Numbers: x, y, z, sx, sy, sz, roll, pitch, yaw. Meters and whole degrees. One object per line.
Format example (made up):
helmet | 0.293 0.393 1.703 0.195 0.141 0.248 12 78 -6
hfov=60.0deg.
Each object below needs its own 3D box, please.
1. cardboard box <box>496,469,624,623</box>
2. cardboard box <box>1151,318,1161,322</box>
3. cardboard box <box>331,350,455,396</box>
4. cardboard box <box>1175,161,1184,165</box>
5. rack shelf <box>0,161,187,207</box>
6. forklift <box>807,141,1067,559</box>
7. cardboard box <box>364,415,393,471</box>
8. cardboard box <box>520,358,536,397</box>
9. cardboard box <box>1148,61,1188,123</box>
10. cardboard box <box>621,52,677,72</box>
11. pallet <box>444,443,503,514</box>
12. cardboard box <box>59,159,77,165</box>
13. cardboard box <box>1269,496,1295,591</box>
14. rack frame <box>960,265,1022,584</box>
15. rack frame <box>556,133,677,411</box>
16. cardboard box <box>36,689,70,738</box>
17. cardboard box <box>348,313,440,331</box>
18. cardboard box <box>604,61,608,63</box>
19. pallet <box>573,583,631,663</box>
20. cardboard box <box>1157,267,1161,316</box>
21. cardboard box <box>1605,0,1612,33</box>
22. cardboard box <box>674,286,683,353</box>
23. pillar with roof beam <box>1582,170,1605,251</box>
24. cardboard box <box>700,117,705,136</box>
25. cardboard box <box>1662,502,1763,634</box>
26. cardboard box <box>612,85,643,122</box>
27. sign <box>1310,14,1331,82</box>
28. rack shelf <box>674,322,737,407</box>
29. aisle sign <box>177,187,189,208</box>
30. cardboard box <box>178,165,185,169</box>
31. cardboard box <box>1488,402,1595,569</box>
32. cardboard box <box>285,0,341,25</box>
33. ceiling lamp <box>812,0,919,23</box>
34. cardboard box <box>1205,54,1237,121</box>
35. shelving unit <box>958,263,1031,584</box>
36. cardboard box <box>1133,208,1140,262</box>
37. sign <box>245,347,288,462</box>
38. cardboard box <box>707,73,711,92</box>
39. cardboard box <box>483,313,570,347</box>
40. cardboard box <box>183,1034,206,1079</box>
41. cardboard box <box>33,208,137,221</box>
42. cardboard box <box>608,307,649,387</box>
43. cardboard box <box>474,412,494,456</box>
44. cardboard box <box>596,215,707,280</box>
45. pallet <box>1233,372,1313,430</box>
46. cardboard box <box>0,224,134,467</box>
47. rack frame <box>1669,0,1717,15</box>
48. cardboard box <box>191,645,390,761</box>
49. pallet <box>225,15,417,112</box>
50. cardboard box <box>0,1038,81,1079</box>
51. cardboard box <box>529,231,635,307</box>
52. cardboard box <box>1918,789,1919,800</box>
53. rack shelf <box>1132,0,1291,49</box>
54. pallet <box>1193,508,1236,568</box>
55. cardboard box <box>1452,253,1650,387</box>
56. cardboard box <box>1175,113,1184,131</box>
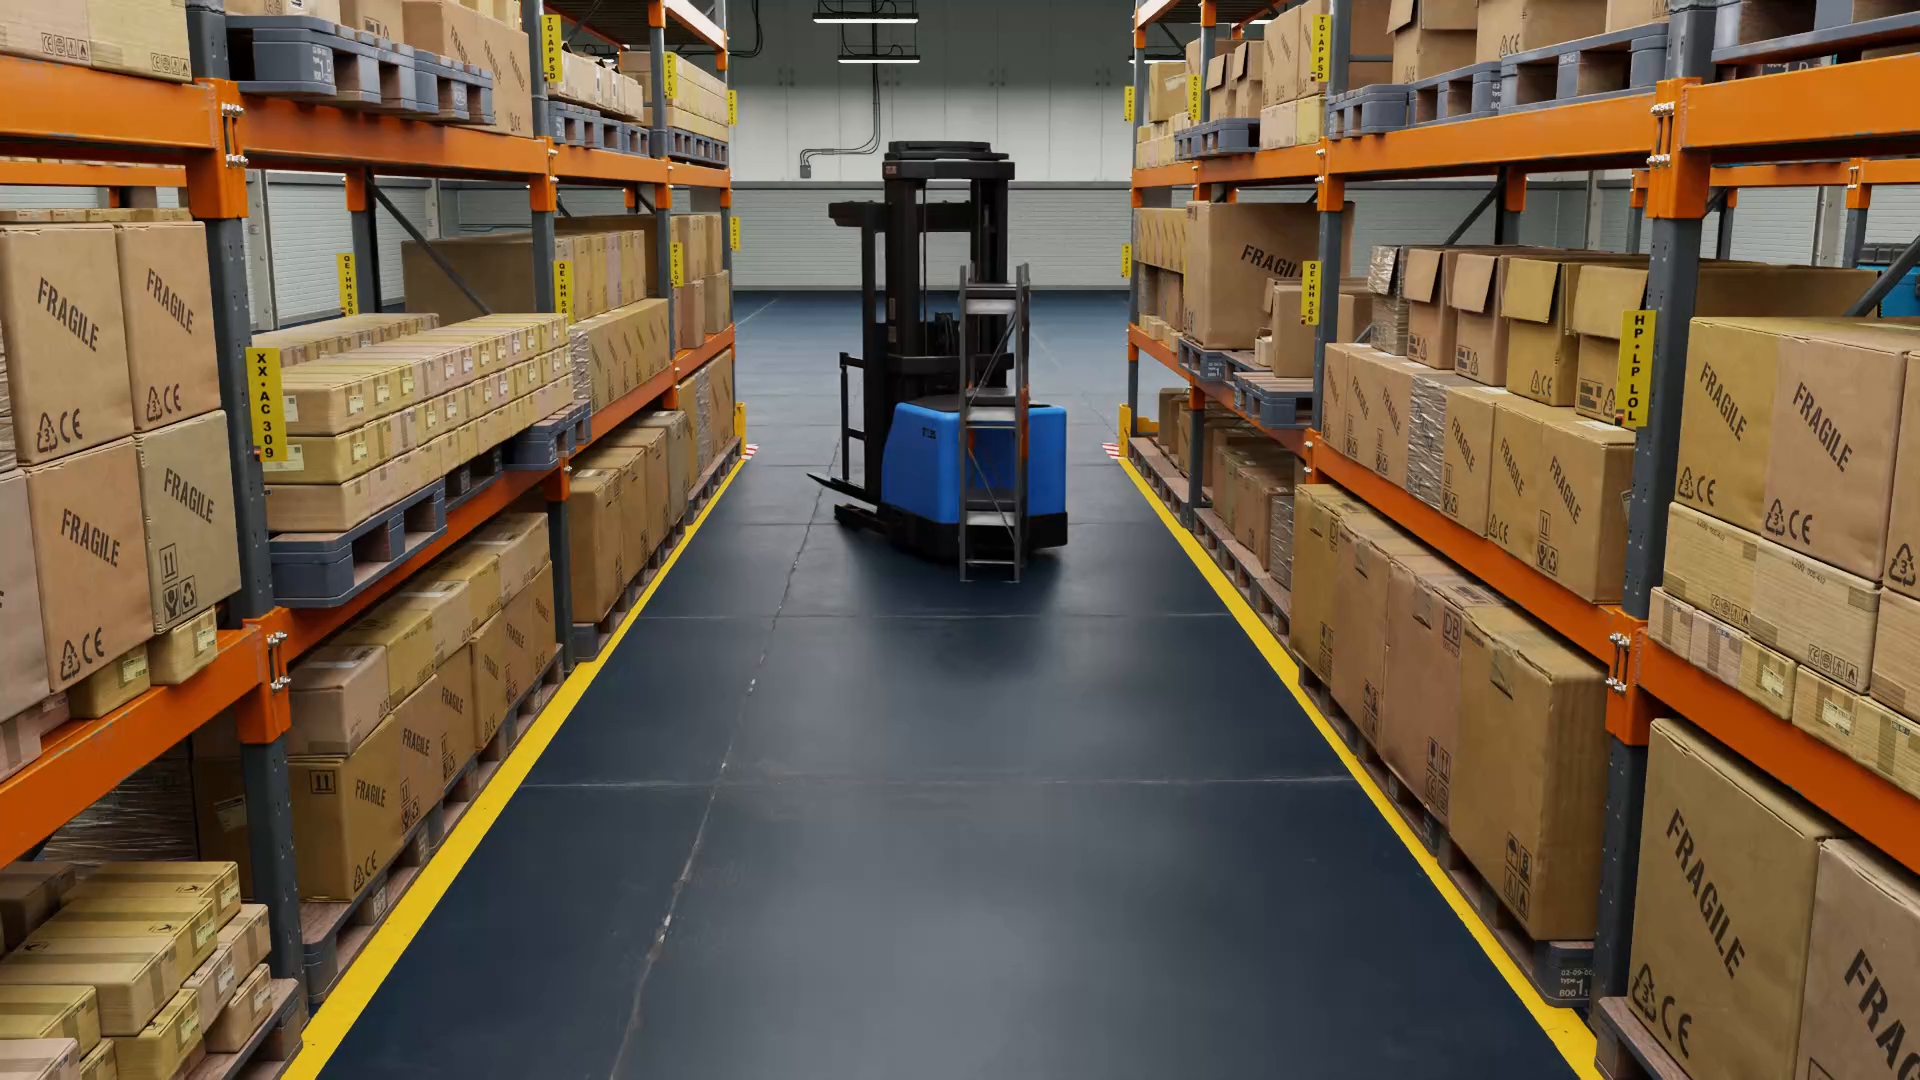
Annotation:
cardboard box | -2.524 0.024 9.500 1.050 0.750 0.750 0 11 -2
cardboard box | 1.962 -1.963 15.320 0.380 0.149 0.250 0 11 -1
cardboard box | -2.090 -0.618 6.139 0.380 0.149 0.250 0 11 -2
cardboard box | 2.006 -3.137 13.310 0.500 0.250 0.500 0 11 0
rack shelf | -7.672 -3.021 14.172 1.077 0.370 4.000 0 11 -1
forklift | -0.337 -1.554 12.847 1.130 2.935 3.031 -6 13 -26
cardboard box | -2.074 -0.317 5.403 0.380 0.149 0.250 0 11 -2
cardboard box | -2.116 -0.729 7.434 0.380 0.149 0.250 0 11 -1
cardboard box | 1.955 -3.956 14.712 0.500 0.500 0.500 0 11 -1
cardboard box | -2.351 -3.613 12.598 0.380 0.149 0.250 0 11 -1
pallet | -2.519 -0.264 6.800 1.003 0.211 1.213 0 11 -1
cardboard box | -7.417 -3.120 13.483 0.380 0.149 0.250 -1 11 -3
cardboard box | 2.302 0.014 10.125 0.700 0.500 0.500 -1 12 -6
rack frame | 0.200 -0.742 10.935 0.400 2.100 0.015 2 12 8
rack frame | -2.684 -1.547 12.639 1.000 3.000 0.127 0 11 -1
cardboard box | -2.282 0.378 3.783 0.380 0.149 0.250 -1 11 -3
cardboard box | -2.785 -1.032 8.183 0.380 0.149 0.250 0 11 -1
cardboard box | -3.025 -3.760 13.325 0.380 0.149 0.250 0 11 0
pallet | -2.542 0.458 9.771 1.003 0.211 1.213 0 11 -1
cardboard box | 2.309 -2.329 15.493 0.875 0.500 0.500 0 11 -1
cardboard box | 2.510 -1.807 5.547 0.500 0.311 0.500 -1 11 -3
cardboard box | -2.737 -1.803 13.524 0.875 0.550 0.550 0 11 -1
pillar with roof beam | 13.007 -11.153 44.903 9.100 9.000 0.548 0 11 -1
cardboard box | -2.383 -3.525 14.168 0.380 0.149 0.250 0 11 0
cardboard box | 2.190 0.065 4.321 0.500 0.250 0.500 0 11 -2
cardboard box | -2.509 -3.058 11.615 0.500 0.250 0.500 0 11 -1
sign | 1.817 -2.473 8.362 0.100 0.325 0.005 0 11 -1
rack shelf | -2.725 -1.592 14.670 1.077 0.370 4.000 0 11 -1
aisle sign | -7.425 -3.589 16.167 0.394 0.787 0.004 0 11 -1
cardboard box | -7.388 -3.529 15.499 0.380 0.149 0.250 0 11 -1
cardboard box | 2.156 -0.196 5.729 0.500 0.500 0.500 0 11 1
cardboard box | -2.327 -1.764 5.336 0.500 0.311 0.500 0 11 -2
ceiling lamp | -1.778 -11.373 31.306 2.000 3.185 0.800 0 11 -1
cardboard box | 2.188 -3.180 11.827 0.797 0.503 0.637 -1 11 -4
shelving unit | 0.234 -0.790 11.171 0.431 2.100 0.503 2 12 8
cardboard box | 1.933 -2.916 15.876 0.500 0.500 0.500 0 11 -1
sign | -1.976 -0.384 4.733 0.100 0.325 0.005 0 11 -1
cardboard box | -2.394 -4.016 14.585 0.380 0.149 0.250 0 11 -2
cardboard box | -2.133 -1.030 8.173 0.380 0.149 0.250 -1 11 -3
cardboard box | -2.248 1.363 4.408 0.380 0.149 0.250 0 11 0
cardboard box | -7.497 -2.584 14.239 0.700 0.500 0.500 0 11 -2
cardboard box | -2.385 -1.292 11.133 0.500 0.500 0.500 0 11 -1
cardboard box | -2.101 -0.429 6.705 0.380 0.149 0.250 -1 11 -4
cardboard box | -2.677 -2.545 14.466 0.875 0.550 0.500 0 11 -1
pallet | 2.239 -0.799 9.436 1.213 0.211 1.003 0 11 -1
cardboard box | -2.222 -0.446 3.700 0.500 0.500 0.500 -1 11 -3
rack frame | 2.443 -2.897 4.205 1.000 3.000 0.127 0 11 -1
cardboard box | -2.270 0.547 5.662 0.500 0.250 0.500 -1 11 -4
pallet | -2.425 -1.458 5.128 1.213 0.211 1.003 0 11 -1
cardboard box | -2.168 1.218 3.627 0.380 0.149 0.250 -1 11 -4
cardboard box | -2.655 -1.885 11.539 0.700 0.500 0.500 0 11 -2
cardboard box | 2.143 0.484 3.260 0.380 0.149 0.250 0 11 0
rack shelf | 2.236 -4.531 14.075 1.077 0.370 4.000 0 11 -1
pallet | 2.295 -0.026 12.155 1.003 0.211 1.213 0 11 -1
cardboard box | 2.390 -0.884 6.599 0.797 0.503 0.637 0 11 1
cardboard box | 1.944 -3.360 13.408 0.380 0.149 0.250 -1 11 -3
